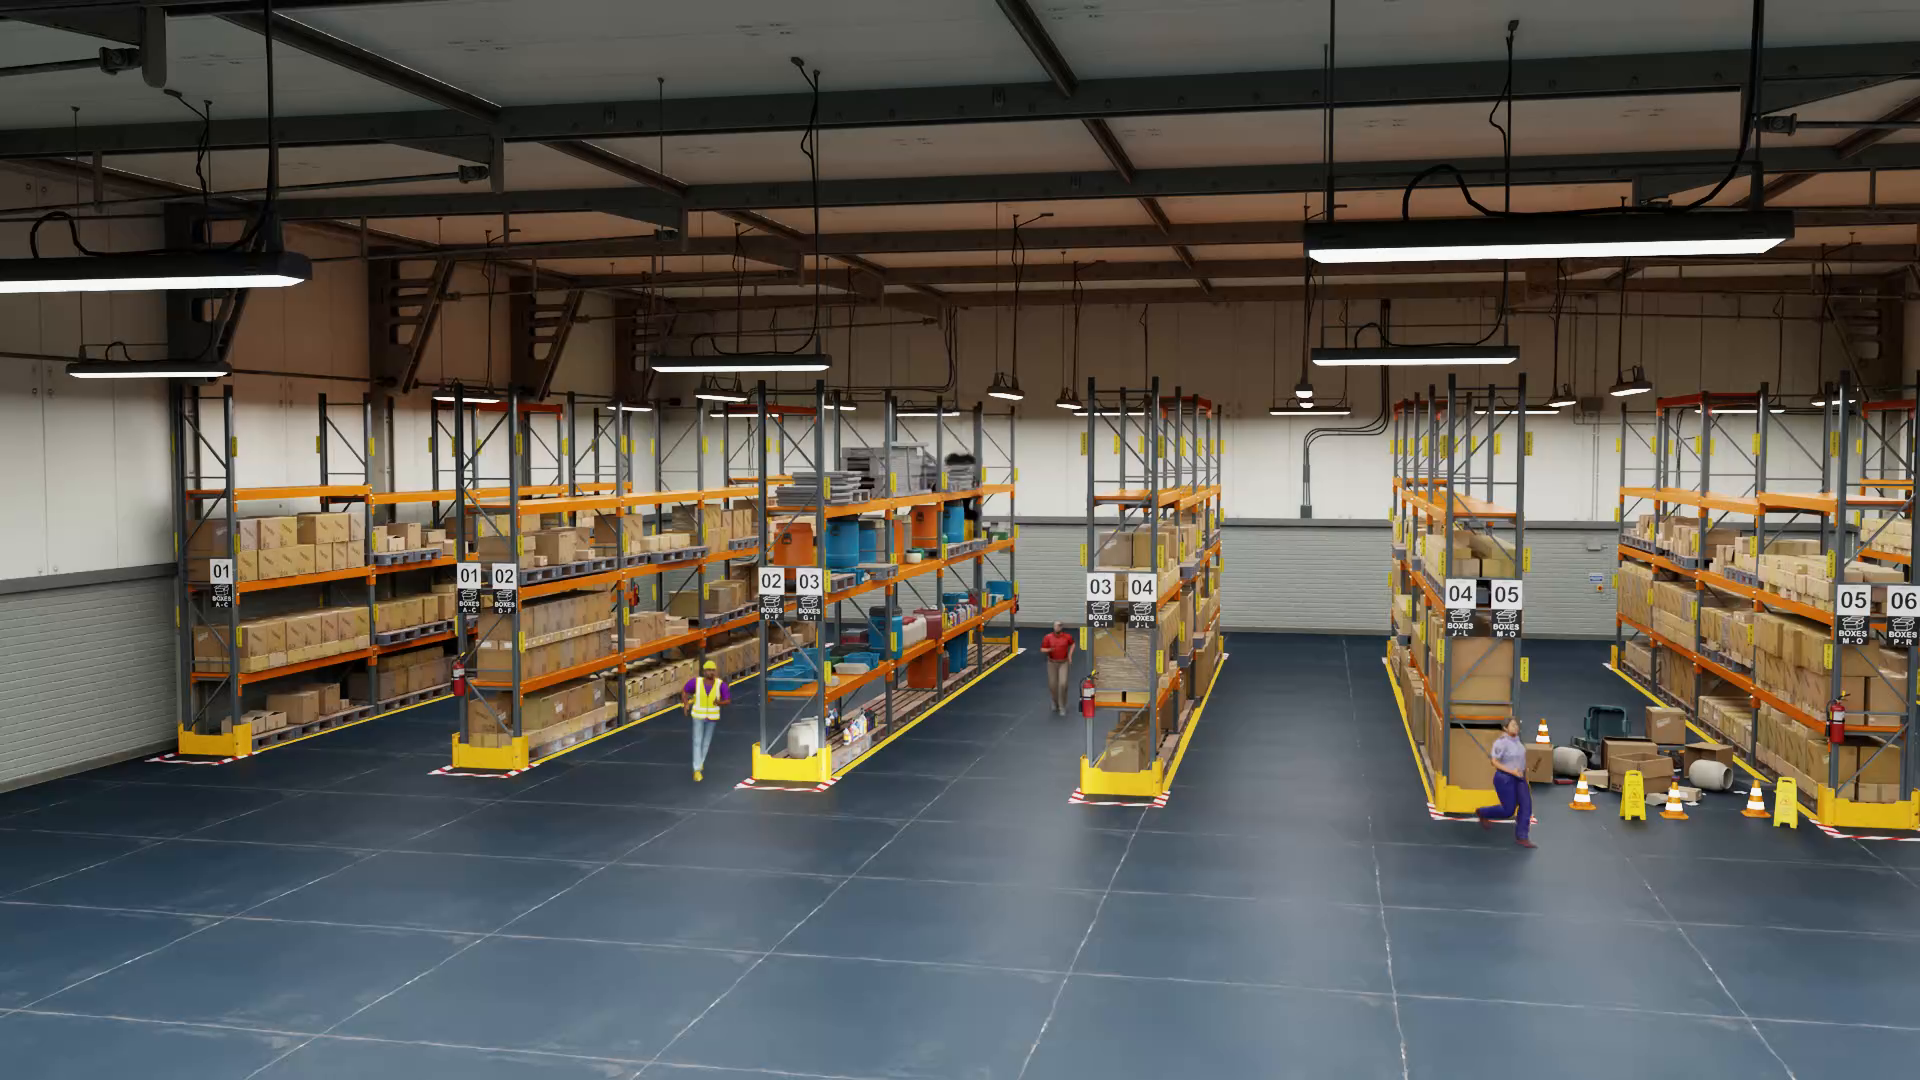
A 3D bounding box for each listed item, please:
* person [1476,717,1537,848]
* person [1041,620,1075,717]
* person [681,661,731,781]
[{"bbox_3d":[6.912,3.040,20.999,0.624,1.633,0.809,-3,4,-39],"label":"person"},{"bbox_3d":[1.833,2.396,31.180,0.642,1.784,0.762,0,3,5],"label":"person"},{"bbox_3d":[-3.804,2.679,25.049,0.713,1.735,1.050,-1,3,-17],"label":"person"}]
